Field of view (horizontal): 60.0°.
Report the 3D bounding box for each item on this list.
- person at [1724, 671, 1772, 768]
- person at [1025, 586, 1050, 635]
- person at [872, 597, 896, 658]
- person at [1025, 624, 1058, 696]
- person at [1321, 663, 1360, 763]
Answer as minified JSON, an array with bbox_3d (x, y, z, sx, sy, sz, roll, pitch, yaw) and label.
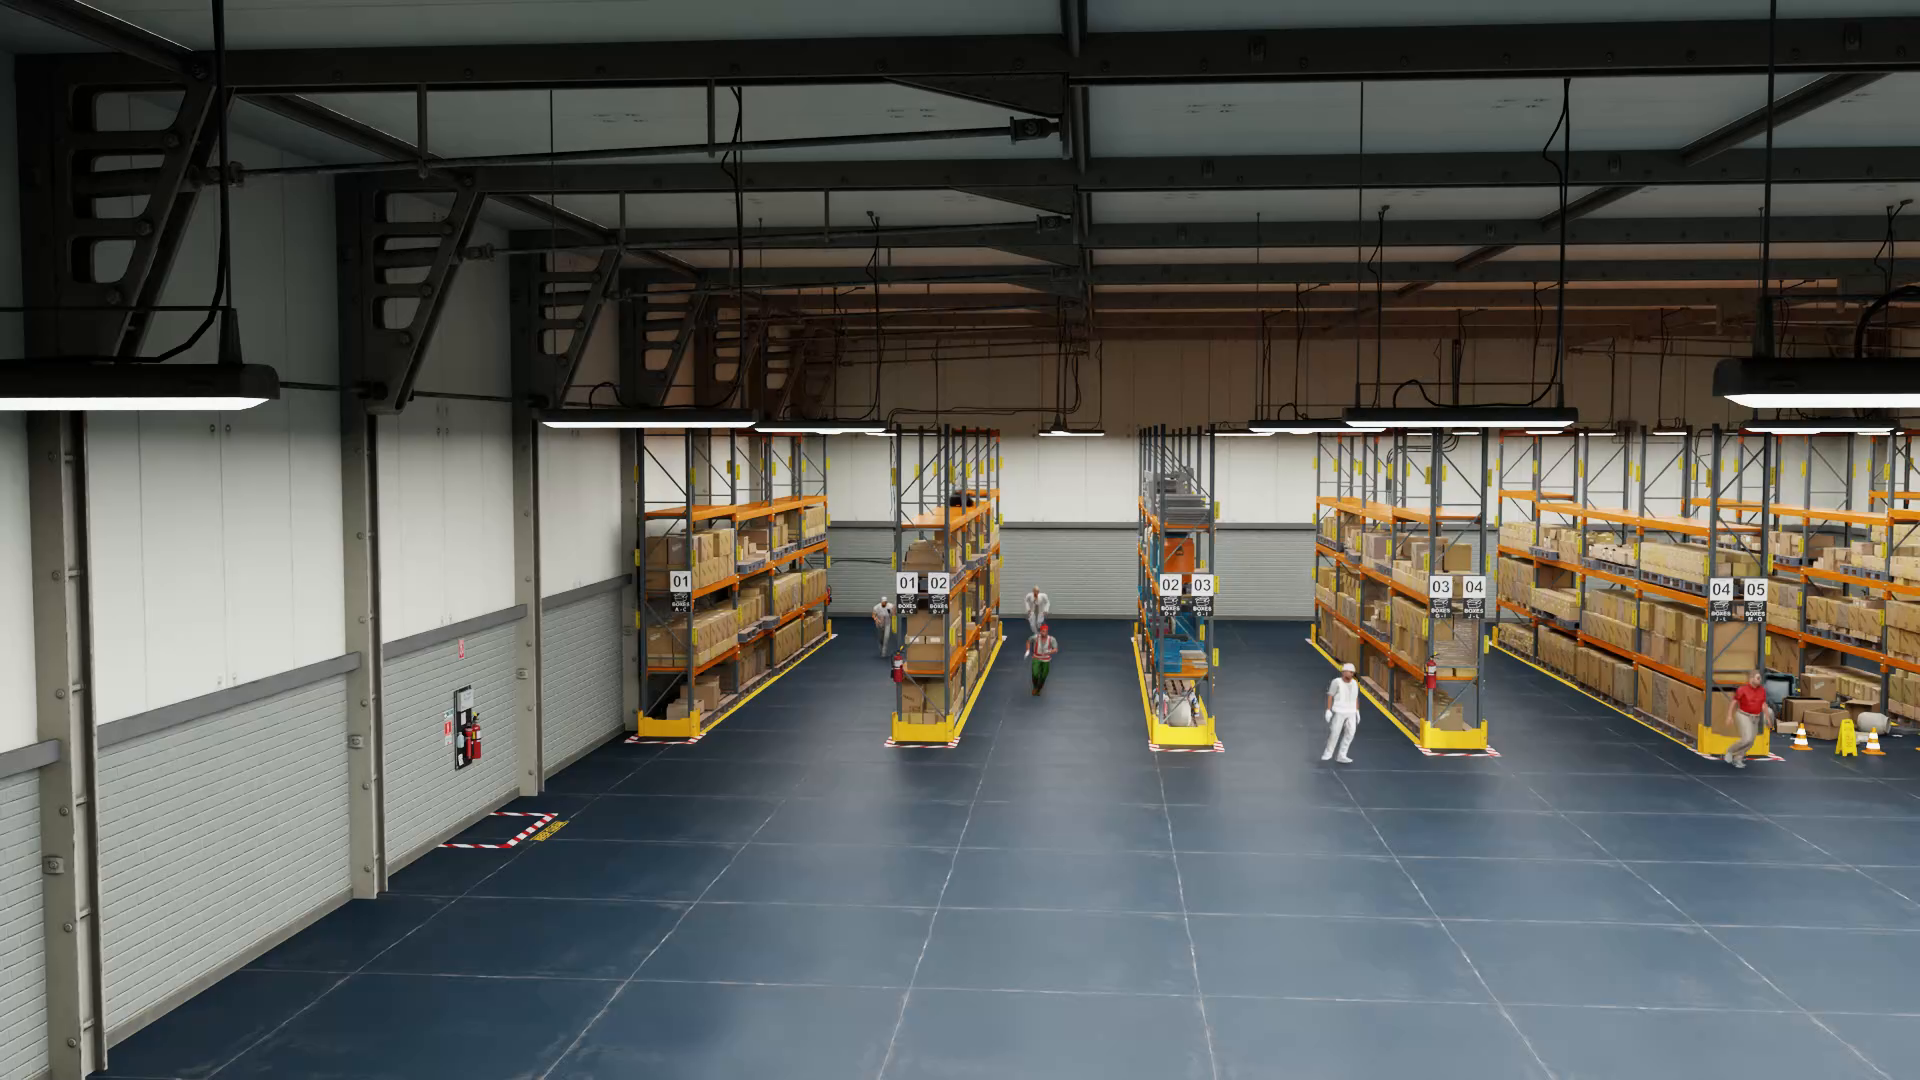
[{"bbox_3d":[13.684,3.120,28.897,0.665,1.706,0.588,-1,4,-22],"label":"person"},{"bbox_3d":[2.193,2.074,46.909,0.716,1.599,1.002,1,4,8],"label":"person"},{"bbox_3d":[-2.018,2.276,43.982,0.628,1.631,0.998,-1,4,-9],"label":"person"},{"bbox_3d":[1.801,2.658,36.870,0.697,1.629,0.890,0,3,-4],"label":"person"},{"bbox_3d":[6.723,3.049,29.396,0.667,1.759,0.474,-1,4,-23],"label":"person"}]
